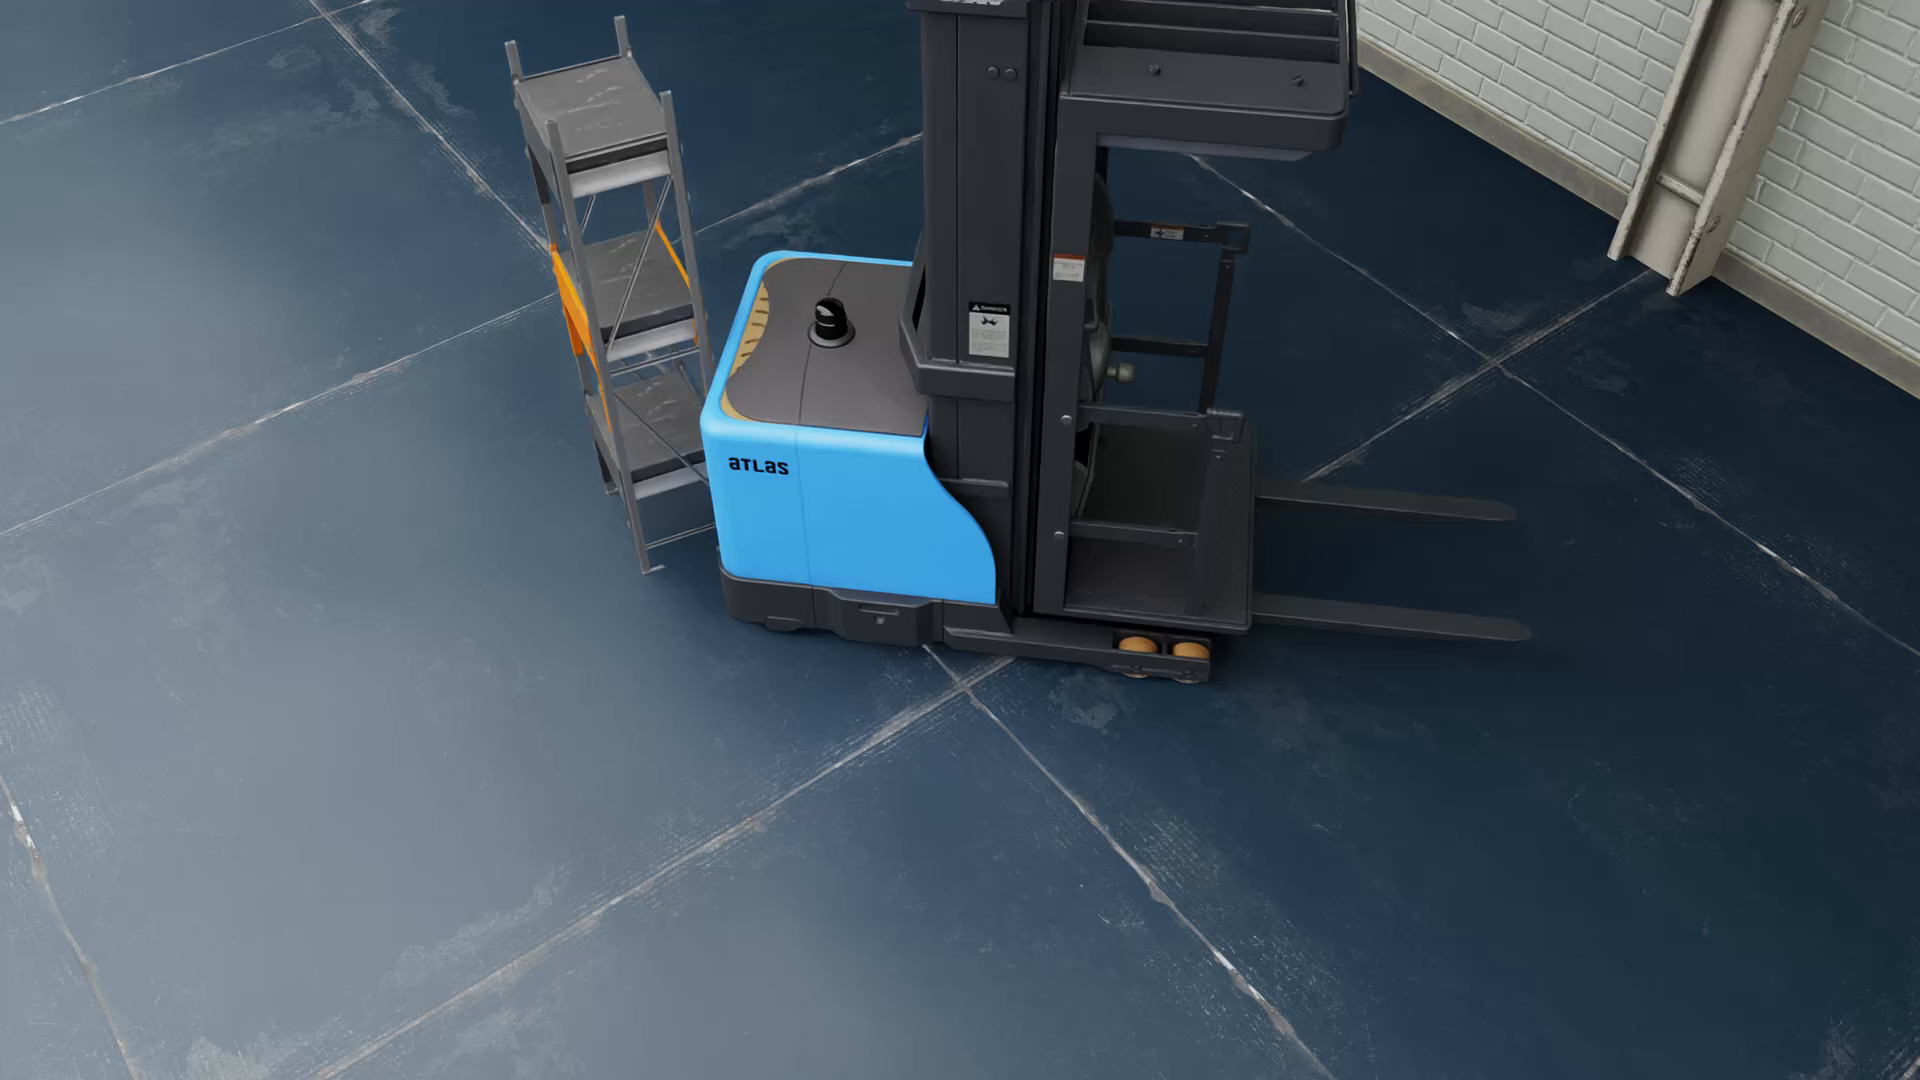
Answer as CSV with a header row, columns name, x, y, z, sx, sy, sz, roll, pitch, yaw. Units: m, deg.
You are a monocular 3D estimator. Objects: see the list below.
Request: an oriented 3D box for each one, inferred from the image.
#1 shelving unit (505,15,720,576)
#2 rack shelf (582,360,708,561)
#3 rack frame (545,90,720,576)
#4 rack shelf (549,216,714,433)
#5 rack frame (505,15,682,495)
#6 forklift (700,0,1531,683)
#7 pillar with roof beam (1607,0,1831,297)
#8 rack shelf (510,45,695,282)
name,x,y,z,sx,sy,sz,roll,pitch,yaw
shelving unit,-1.185,-0.795,6.052,0.431,2.100,0.503,-19,51,-16
rack shelf,-1.185,-0.315,6.581,0.431,0.518,0.480,-19,51,-16
rack frame,-1.083,-0.630,5.903,0.400,2.100,0.015,-19,51,-16
rack shelf,-1.185,-0.785,6.062,0.431,0.518,0.480,-19,51,-16
rack frame,-1.287,-0.959,6.201,0.400,2.100,0.015,-19,51,-16
forklift,0.648,-0.868,5.558,3.031,2.935,1.130,6,48,5
pillar with roof beam,-0.078,-2.413,2.862,9.100,9.000,0.400,-29,54,-24
rack shelf,-1.185,-1.256,5.543,0.431,0.518,0.480,-19,51,-16
